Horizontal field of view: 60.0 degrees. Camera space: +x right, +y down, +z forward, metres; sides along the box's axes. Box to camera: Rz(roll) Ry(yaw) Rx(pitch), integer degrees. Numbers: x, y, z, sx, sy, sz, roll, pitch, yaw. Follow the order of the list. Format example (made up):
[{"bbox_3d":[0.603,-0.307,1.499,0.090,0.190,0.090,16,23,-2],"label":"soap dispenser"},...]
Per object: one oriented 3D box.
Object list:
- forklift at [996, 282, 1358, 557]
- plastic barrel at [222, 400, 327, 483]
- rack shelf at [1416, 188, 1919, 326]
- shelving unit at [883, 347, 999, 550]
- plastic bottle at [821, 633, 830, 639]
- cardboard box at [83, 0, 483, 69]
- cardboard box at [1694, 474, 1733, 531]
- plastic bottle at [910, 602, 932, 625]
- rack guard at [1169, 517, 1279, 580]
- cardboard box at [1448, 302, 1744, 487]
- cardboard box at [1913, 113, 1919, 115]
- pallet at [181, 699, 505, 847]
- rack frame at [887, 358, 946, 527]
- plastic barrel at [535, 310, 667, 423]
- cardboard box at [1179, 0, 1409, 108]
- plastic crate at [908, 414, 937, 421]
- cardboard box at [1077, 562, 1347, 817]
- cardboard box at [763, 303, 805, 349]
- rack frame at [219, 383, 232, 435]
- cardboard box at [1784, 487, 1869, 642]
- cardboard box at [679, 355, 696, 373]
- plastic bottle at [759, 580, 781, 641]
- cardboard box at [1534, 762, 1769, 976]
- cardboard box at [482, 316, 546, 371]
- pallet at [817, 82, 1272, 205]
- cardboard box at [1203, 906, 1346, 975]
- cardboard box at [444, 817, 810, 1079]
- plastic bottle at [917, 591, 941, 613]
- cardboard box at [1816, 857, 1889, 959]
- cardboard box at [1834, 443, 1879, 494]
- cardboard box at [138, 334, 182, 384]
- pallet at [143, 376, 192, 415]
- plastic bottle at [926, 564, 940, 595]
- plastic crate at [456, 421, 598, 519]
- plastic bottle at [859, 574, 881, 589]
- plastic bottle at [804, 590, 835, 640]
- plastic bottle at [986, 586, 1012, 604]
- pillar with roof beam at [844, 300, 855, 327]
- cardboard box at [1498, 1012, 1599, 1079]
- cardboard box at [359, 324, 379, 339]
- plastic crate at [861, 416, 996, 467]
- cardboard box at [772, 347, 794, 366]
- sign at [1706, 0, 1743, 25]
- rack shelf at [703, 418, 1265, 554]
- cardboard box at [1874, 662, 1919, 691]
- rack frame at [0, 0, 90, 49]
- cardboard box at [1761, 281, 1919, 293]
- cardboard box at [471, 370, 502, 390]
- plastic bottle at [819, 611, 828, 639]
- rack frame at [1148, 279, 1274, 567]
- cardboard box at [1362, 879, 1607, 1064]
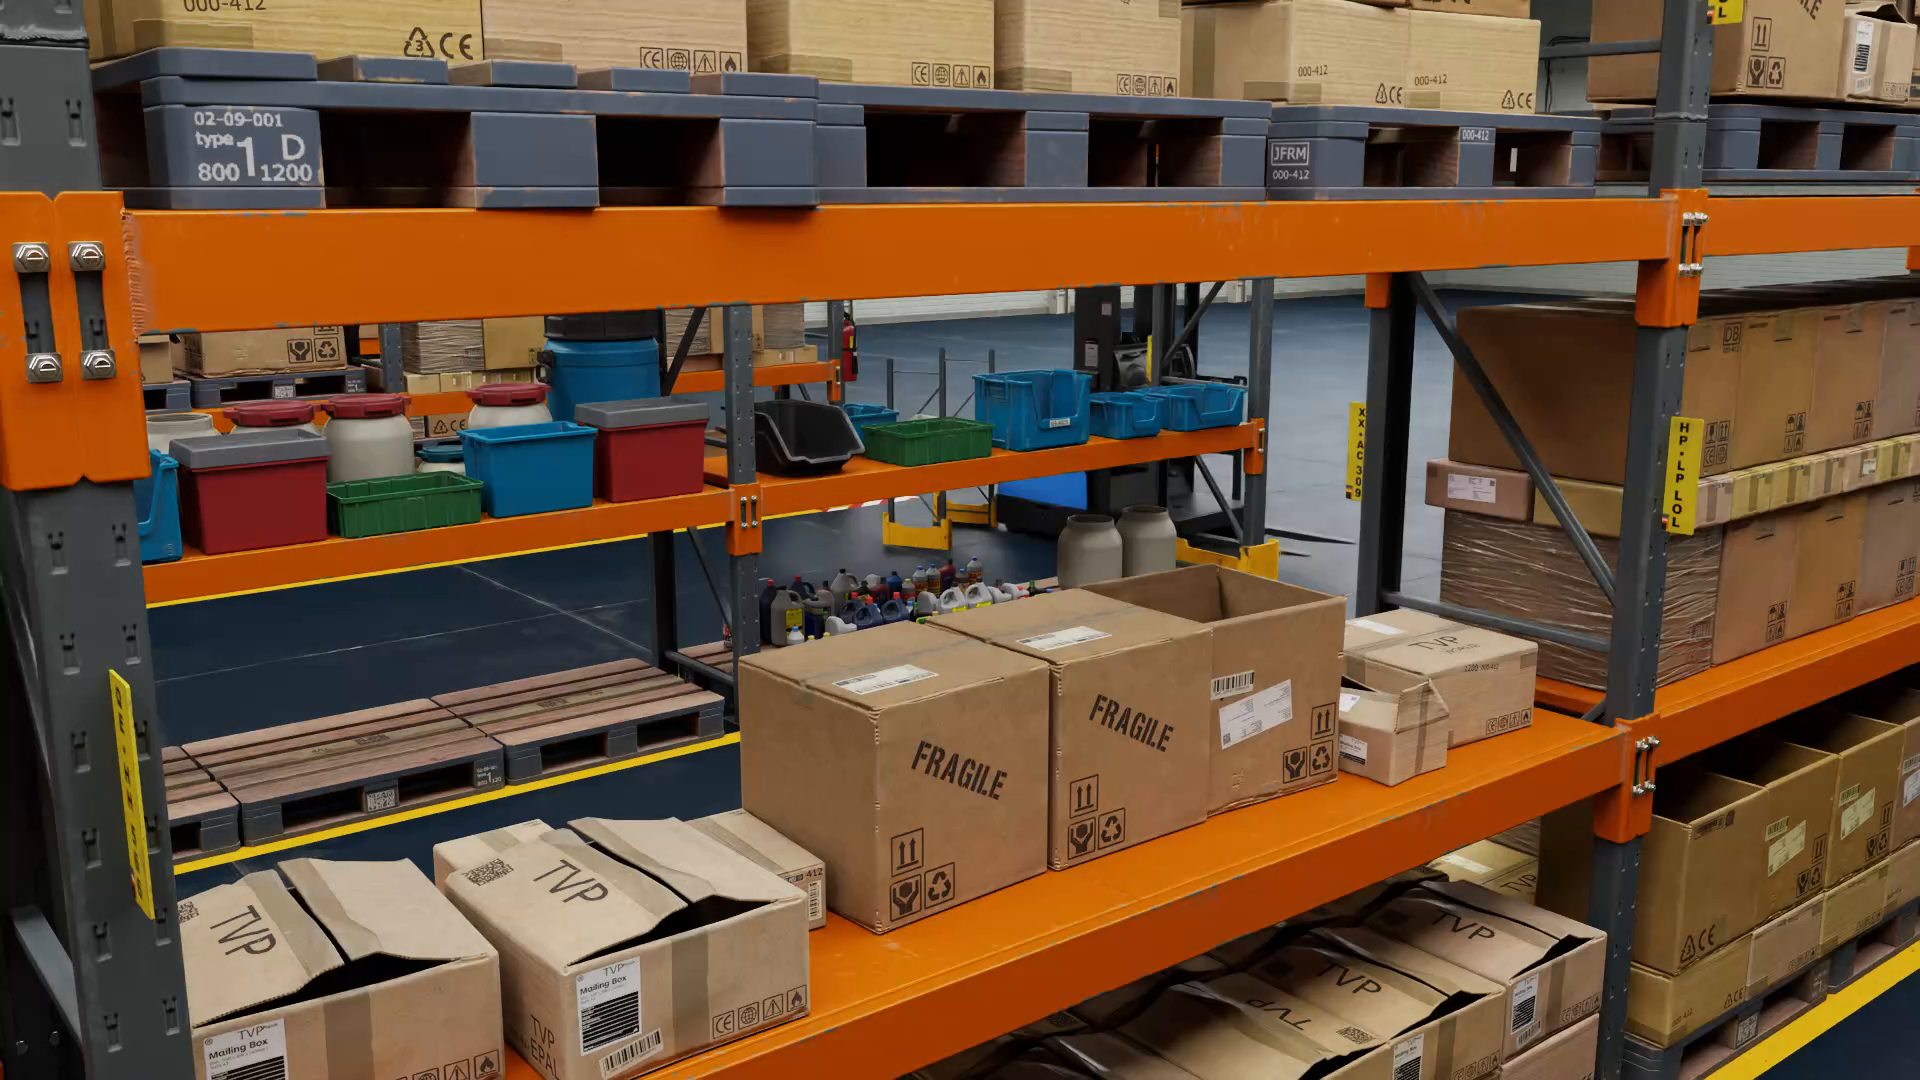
[{"bbox_3d":[1.691,-1.374,13.044,1.130,2.935,3.031,-11,17,-43],"label":"forklift"},{"bbox_3d":[-3.213,-0.370,7.821,0.433,0.535,0.433,0,12,0],"label":"plastic barrel"},{"bbox_3d":[3.235,-1.114,6.164,4.000,0.370,1.077,-9,15,-38],"label":"rack shelf"},{"bbox_3d":[-0.147,-0.779,13.689,0.587,1.500,1.083,5,13,23],"label":"shelving unit"},{"bbox_3d":[-0.736,0.614,9.194,0.097,0.201,0.097,0,12,0],"label":"plastic bottle"},{"bbox_3d":[-1.131,-0.888,2.715,0.500,0.250,0.500,-11,16,-42],"label":"cardboard box"},{"bbox_3d":[2.200,-0.141,5.271,0.250,0.149,0.380,-9,15,-37],"label":"cardboard box"},{"bbox_3d":[-0.226,0.494,9.562,0.133,0.283,0.061,-9,15,-35],"label":"plastic bottle"},{"bbox_3d":[1.676,0.178,11.586,0.348,0.500,1.175,-9,15,-38],"label":"rack guard"},{"bbox_3d":[2.016,-0.481,5.310,0.500,0.500,0.700,-9,15,-37],"label":"cardboard box"},{"bbox_3d":[3.629,-1.691,6.018,0.500,0.311,0.500,-7,14,-31],"label":"cardboard box"},{"bbox_3d":[-2.960,1.088,7.995,1.213,0.211,1.003,-9,15,-38],"label":"pallet"},{"bbox_3d":[-0.346,-0.684,13.241,0.500,1.500,0.032,5,13,23],"label":"rack frame"},{"bbox_3d":[-1.909,-0.787,8.908,0.708,0.901,0.600,-9,15,-38],"label":"plastic barrel"},{"bbox_3d":[0.759,-1.188,4.132,0.500,0.250,0.500,-11,17,-43],"label":"cardboard box"},{"bbox_3d":[-0.308,-0.666,10.178,0.437,0.136,0.530,-9,15,-38],"label":"plastic crate"},{"bbox_3d":[0.652,0.377,4.390,0.500,0.500,0.500,-8,14,-34],"label":"cardboard box"},{"bbox_3d":[-1.835,-1.993,14.836,0.500,0.500,0.875,-9,15,-38],"label":"cardboard box"},{"bbox_3d":[-7.532,-2.164,16.598,0.127,3.000,1.000,-9,15,-38],"label":"rack frame"},{"bbox_3d":[2.818,0.019,6.075,0.500,0.500,0.700,-9,15,-37],"label":"cardboard box"},{"bbox_3d":[-2.448,-1.507,14.110,0.250,0.149,0.380,-9,15,-38],"label":"cardboard box"},{"bbox_3d":[-1.095,0.407,9.808,0.185,0.351,0.144,-10,16,-39],"label":"plastic bottle"},{"bbox_3d":[2.231,1.024,5.387,0.500,0.500,0.500,-9,15,-38],"label":"cardboard box"},{"bbox_3d":[-3.709,-1.648,13.213,0.500,0.500,0.875,-9,15,-38],"label":"cardboard box"},{"bbox_3d":[-0.104,-0.843,3.611,1.213,0.211,1.003,-9,15,-35],"label":"pallet"},{"bbox_3d":[0.801,1.203,4.999,0.500,0.311,0.500,-10,15,-38],"label":"cardboard box"},{"bbox_3d":[-0.630,0.739,3.143,0.500,0.311,0.500,-10,15,-38],"label":"cardboard box"},{"bbox_3d":[-0.161,0.436,9.851,0.135,0.276,0.152,-9,15,-38],"label":"plastic bottle"},{"bbox_3d":[3.012,1.261,6.076,0.500,0.250,0.500,-9,15,-38],"label":"cardboard box"},{"bbox_3d":[3.008,-0.277,5.908,0.250,0.149,0.380,-10,16,-39],"label":"cardboard box"},{"bbox_3d":[-5.808,-1.362,11.564,0.637,0.503,0.797,-8,14,-32],"label":"cardboard box"},{"bbox_3d":[-6.115,-0.997,11.565,1.213,0.211,1.003,-9,15,-38],"label":"pallet"},{"bbox_3d":[-0.172,0.286,10.567,0.097,0.271,0.097,0,12,0],"label":"plastic bottle"},{"bbox_3d":[-2.085,-0.342,8.055,0.575,0.384,0.392,-9,15,-38],"label":"plastic crate"},{"bbox_3d":[-0.564,0.356,10.227,0.135,0.276,0.152,-9,15,-37],"label":"plastic bottle"},{"bbox_3d":[-0.833,0.440,9.835,0.135,0.276,0.152,-9,15,-38],"label":"plastic bottle"},{"bbox_3d":[0.223,0.411,9.971,0.135,0.276,0.152,-10,16,-39],"label":"plastic bottle"},{"bbox_3d":[0.270,-8.127,30.236,0.548,9.000,9.100,-9,15,-38],"label":"pillar with roof beam"},{"bbox_3d":[1.531,1.501,4.946,0.500,0.250,0.500,-10,15,-38],"label":"cardboard box"},{"bbox_3d":[-6.340,-2.413,17.411,0.550,0.550,0.875,-9,15,-38],"label":"cardboard box"},{"bbox_3d":[-0.181,-0.570,9.601,0.662,0.188,0.450,-9,15,-38],"label":"plastic crate"},{"bbox_3d":[-1.678,-1.640,14.734,0.250,0.149,0.380,-9,15,-38],"label":"cardboard box"},{"bbox_3d":[2.020,-1.527,4.373,0.005,0.325,0.100,-9,15,-38],"label":"sign"},{"bbox_3d":[0.144,-0.451,10.262,4.000,0.370,1.077,-9,15,-38],"label":"rack shelf"},{"bbox_3d":[3.793,0.765,6.610,0.500,0.500,0.500,-9,15,-38],"label":"cardboard box"},{"bbox_3d":[-1.450,-2.155,2.112,0.127,3.000,1.000,-9,15,-38],"label":"rack frame"},{"bbox_3d":[3.583,-0.742,6.536,0.500,0.500,0.700,-9,15,-37],"label":"cardboard box"},{"bbox_3d":[-3.775,-1.270,12.992,0.250,0.149,0.380,-9,15,-38],"label":"cardboard box"},{"bbox_3d":[-0.727,0.537,9.361,0.133,0.283,0.061,-9,15,-38],"label":"plastic bottle"},{"bbox_3d":[1.706,-1.062,11.409,0.127,3.000,1.000,-9,15,-38],"label":"rack frame"},{"bbox_3d":[1.537,1.225,4.896,0.500,0.311,0.500,-9,15,-38],"label":"cardboard box"}]
